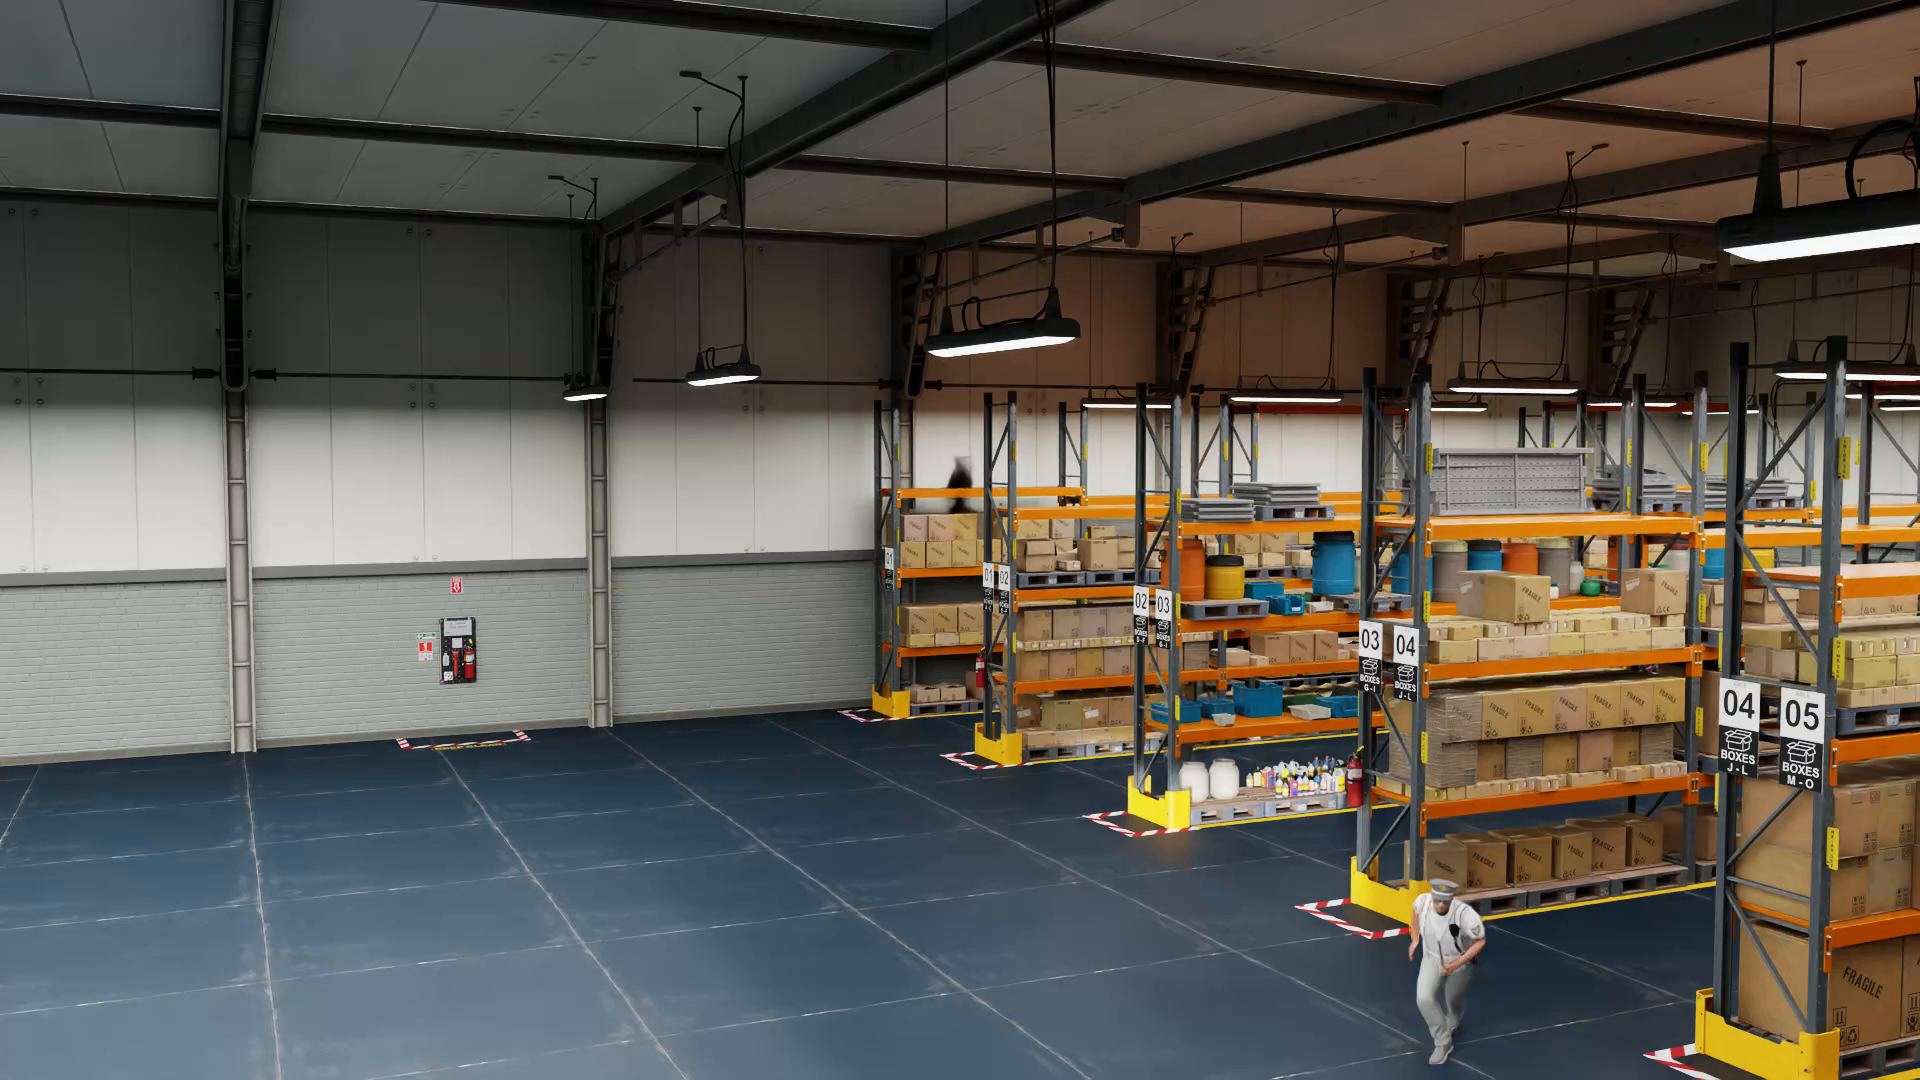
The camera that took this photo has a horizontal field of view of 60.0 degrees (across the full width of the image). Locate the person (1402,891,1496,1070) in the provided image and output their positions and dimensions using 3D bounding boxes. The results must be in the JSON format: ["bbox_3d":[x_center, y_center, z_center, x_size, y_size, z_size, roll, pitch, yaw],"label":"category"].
[{"bbox_3d":[3.963,3.576,13.496,0.702,1.583,0.945,2,4,25],"label":"person"}]

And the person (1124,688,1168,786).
[{"bbox_3d":[2.863,2.938,24.582,0.968,1.548,0.582,-1,3,-13],"label":"person"}]
